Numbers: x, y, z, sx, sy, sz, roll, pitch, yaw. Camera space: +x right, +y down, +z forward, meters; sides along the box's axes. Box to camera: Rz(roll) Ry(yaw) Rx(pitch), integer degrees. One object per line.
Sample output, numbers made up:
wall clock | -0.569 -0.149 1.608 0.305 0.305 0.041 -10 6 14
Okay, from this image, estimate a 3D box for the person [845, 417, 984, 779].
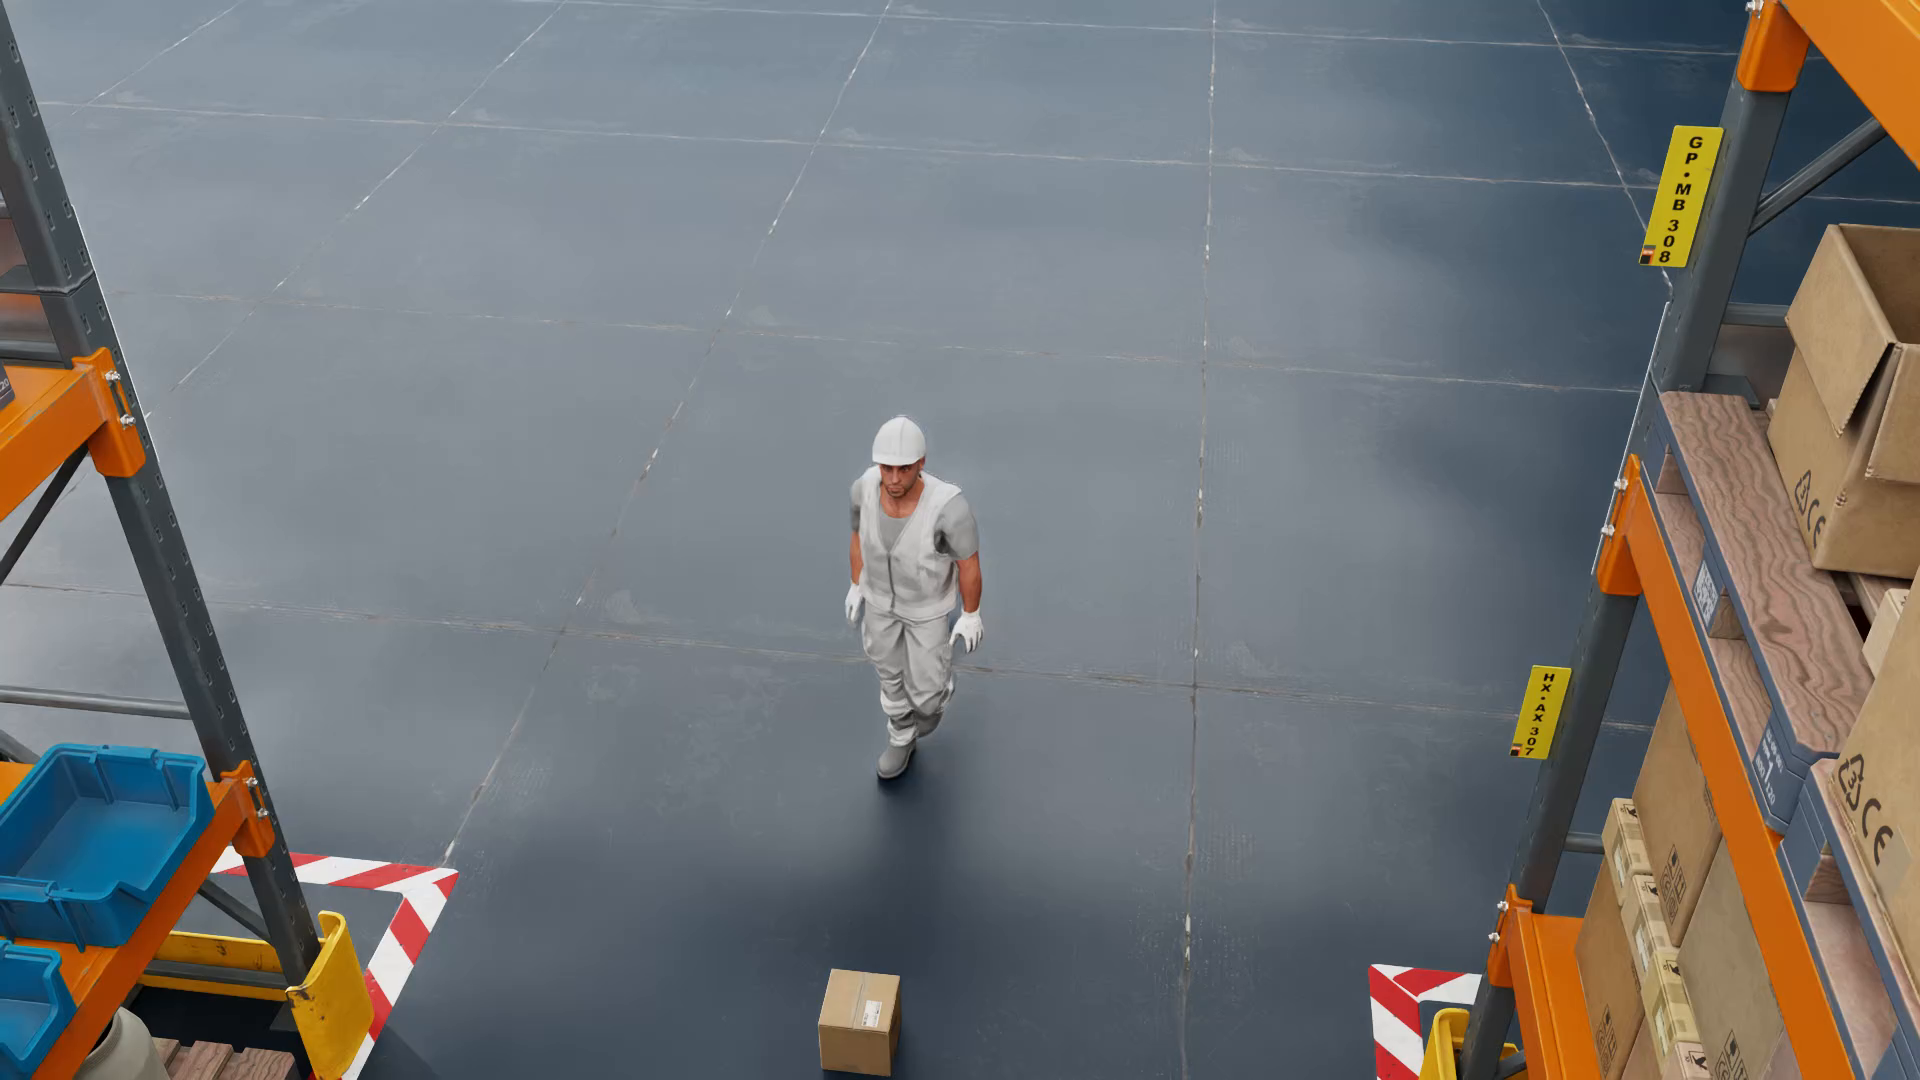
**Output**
person | -0.167 0.228 6.690 0.597 1.771 0.542 14 38 19
